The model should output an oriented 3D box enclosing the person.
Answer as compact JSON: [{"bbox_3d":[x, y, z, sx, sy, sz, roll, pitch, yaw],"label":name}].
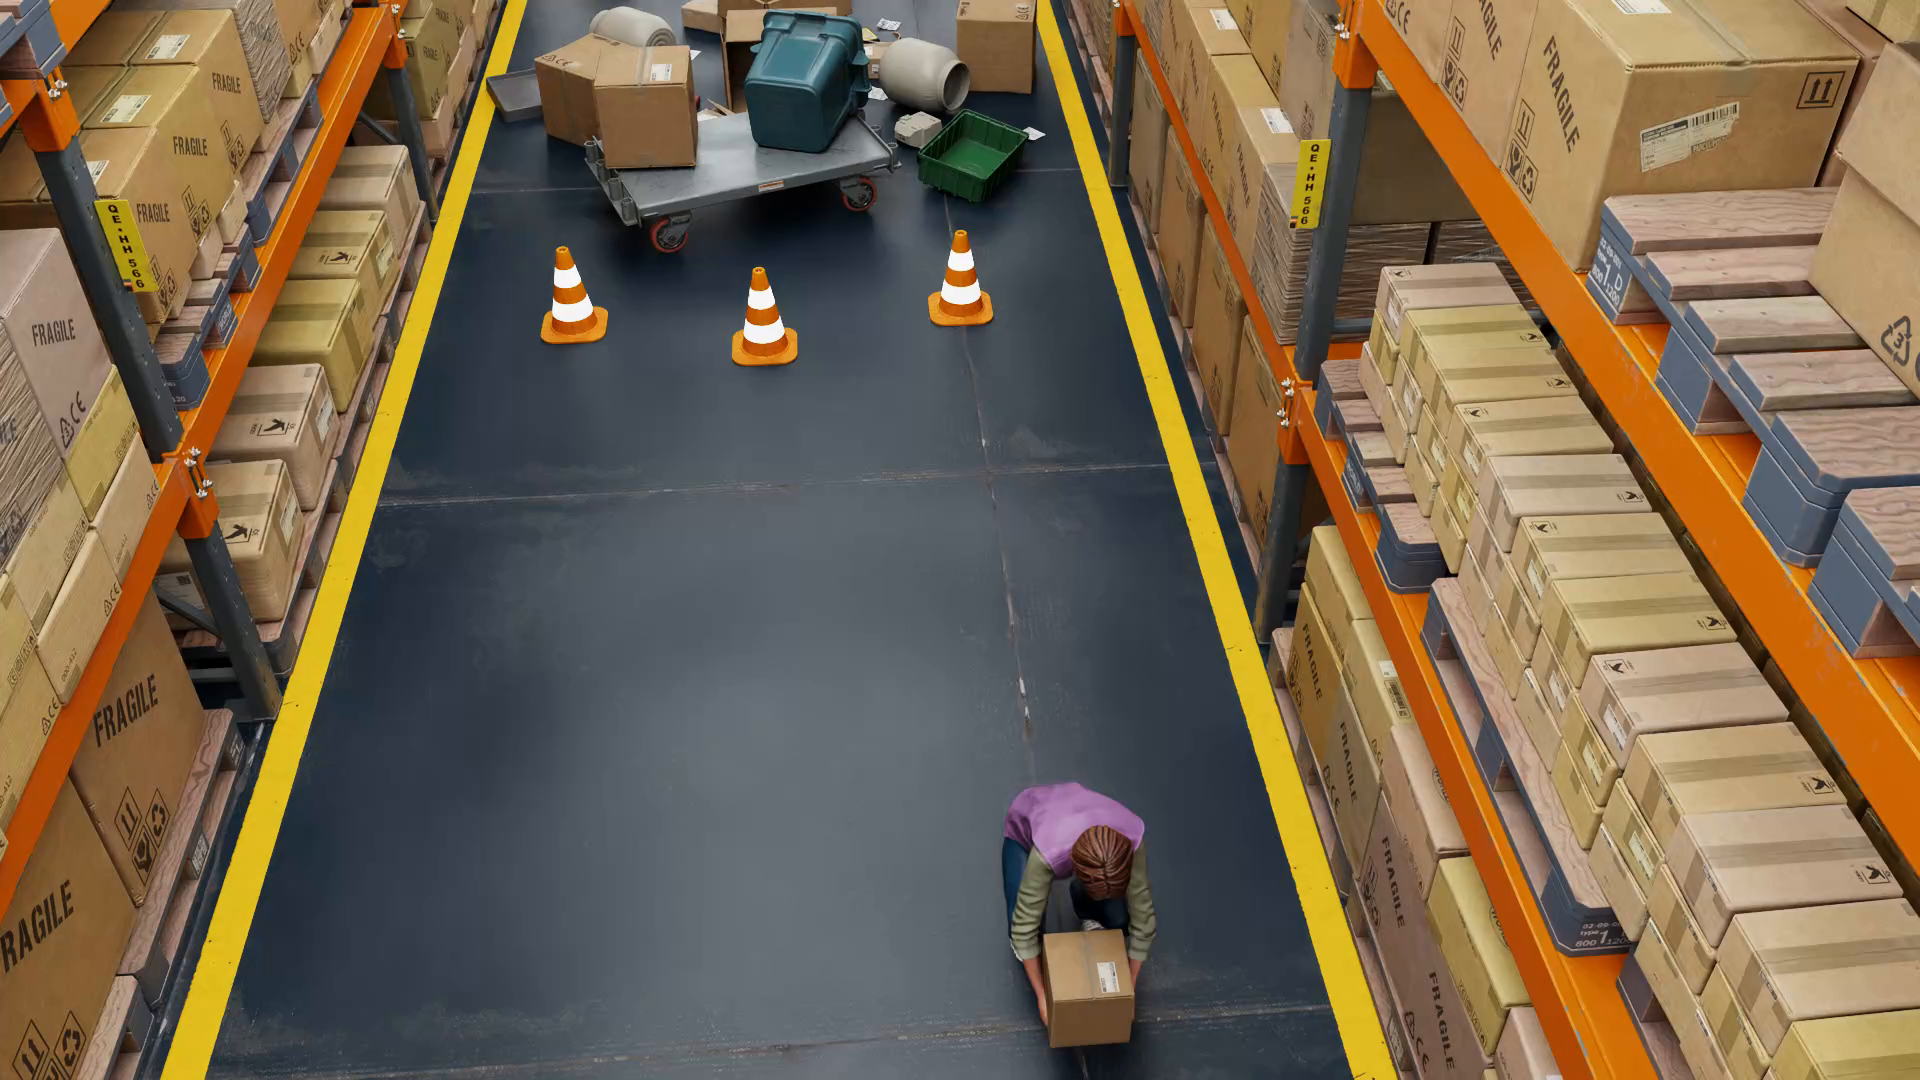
[{"bbox_3d":[0.372,1.099,5.398,0.460,0.888,0.810,-4,40,-4],"label":"person"}]
